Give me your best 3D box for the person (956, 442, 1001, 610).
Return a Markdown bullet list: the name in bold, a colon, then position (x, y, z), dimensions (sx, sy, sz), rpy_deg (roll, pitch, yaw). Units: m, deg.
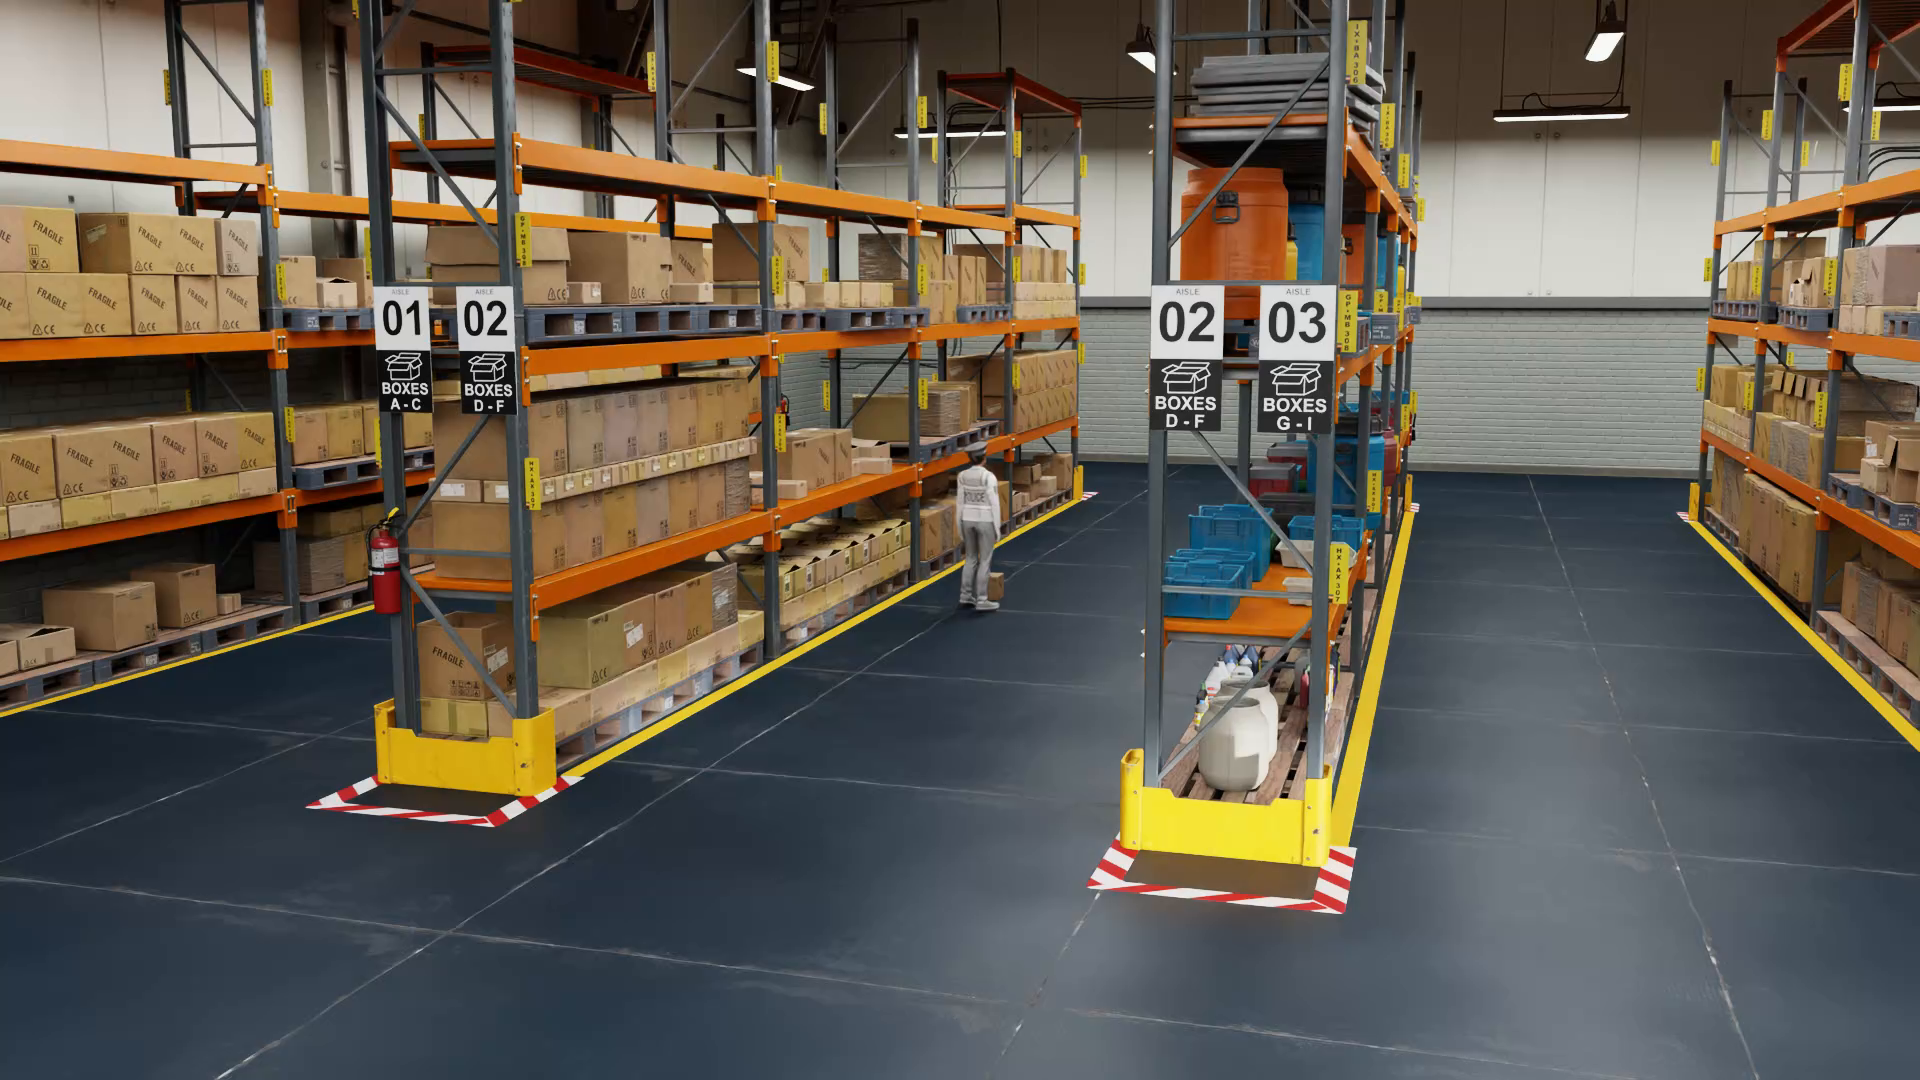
- **person**: position (0.201, -0.145, 16.671), dimensions (0.517, 1.672, 0.359), rpy_deg (5, 10, 31)
